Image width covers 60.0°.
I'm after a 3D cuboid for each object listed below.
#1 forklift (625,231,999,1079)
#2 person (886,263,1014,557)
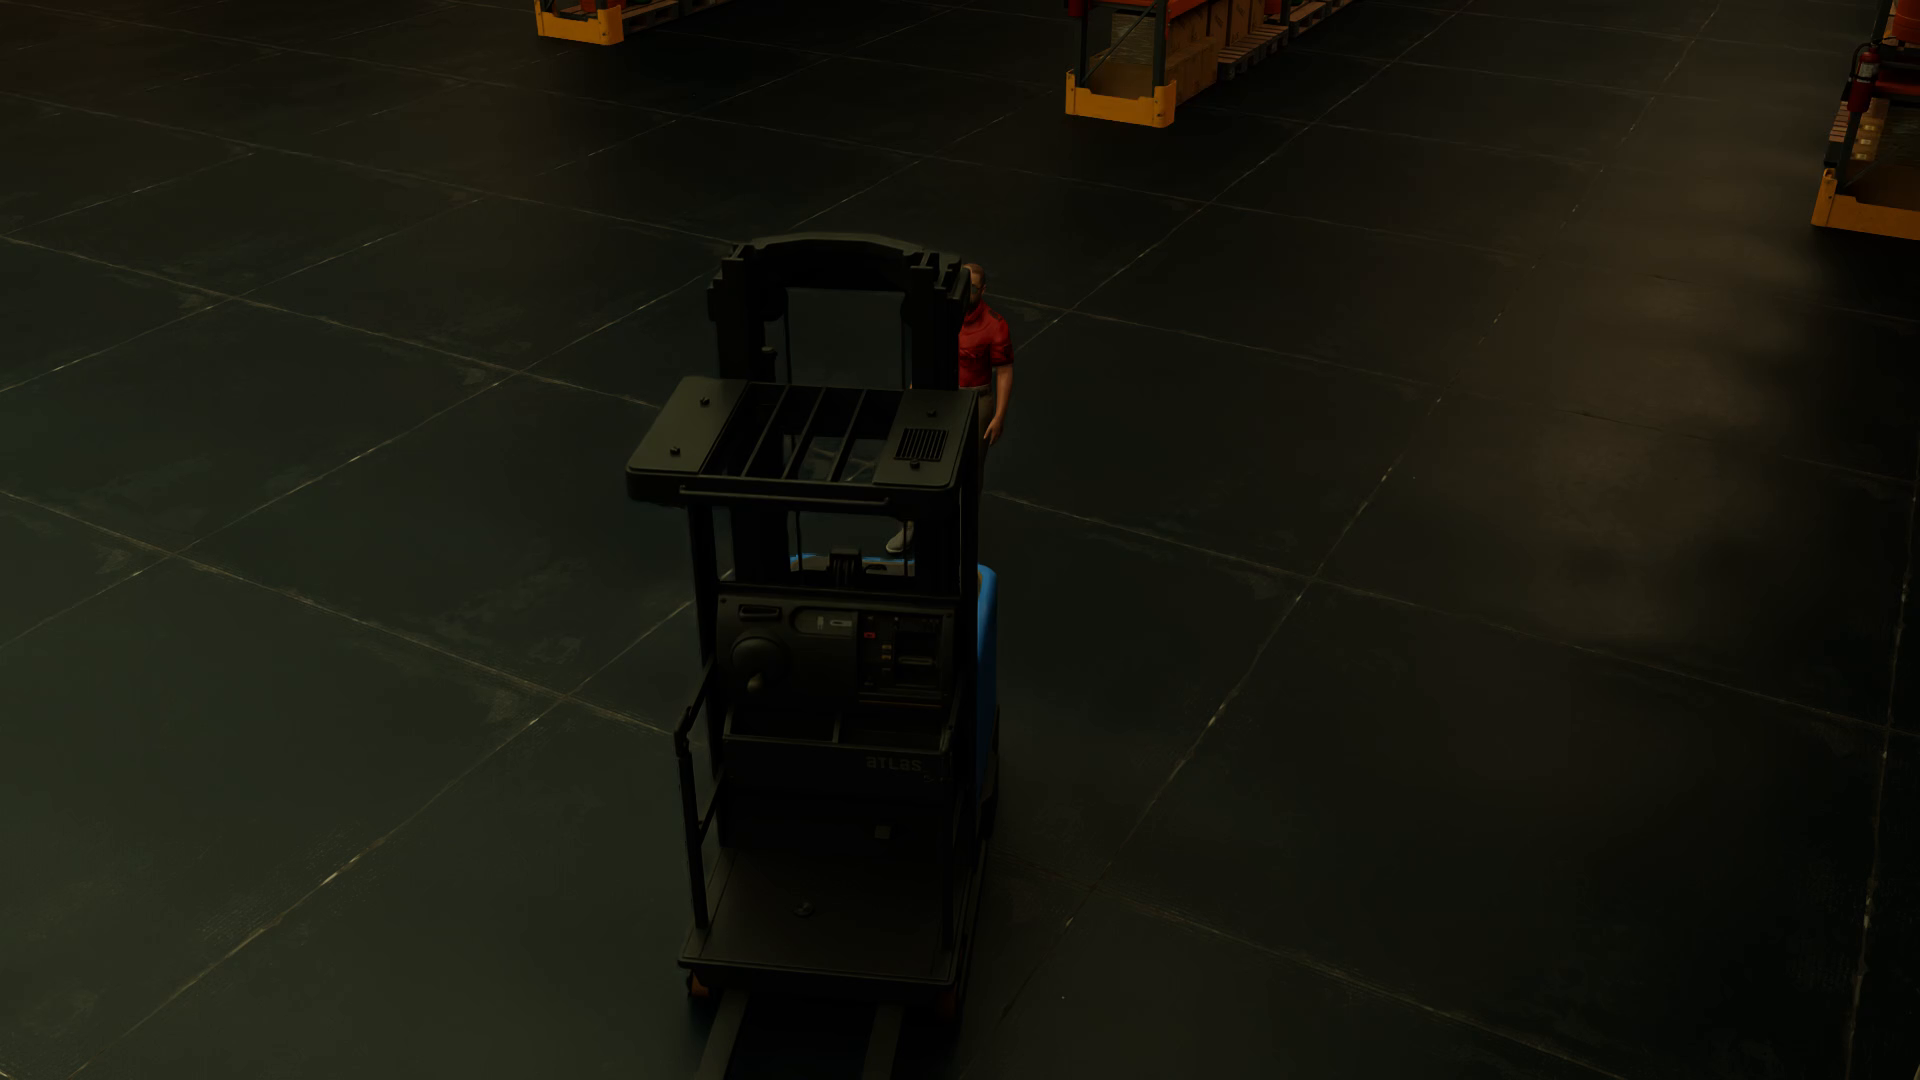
[{"bbox_3d":[-0.507,0.471,6.255,1.130,2.935,3.031,4,30,6],"label":"forklift"},{"bbox_3d":[-0.054,-0.719,9.504,0.640,1.727,0.551,15,33,25],"label":"person"}]
